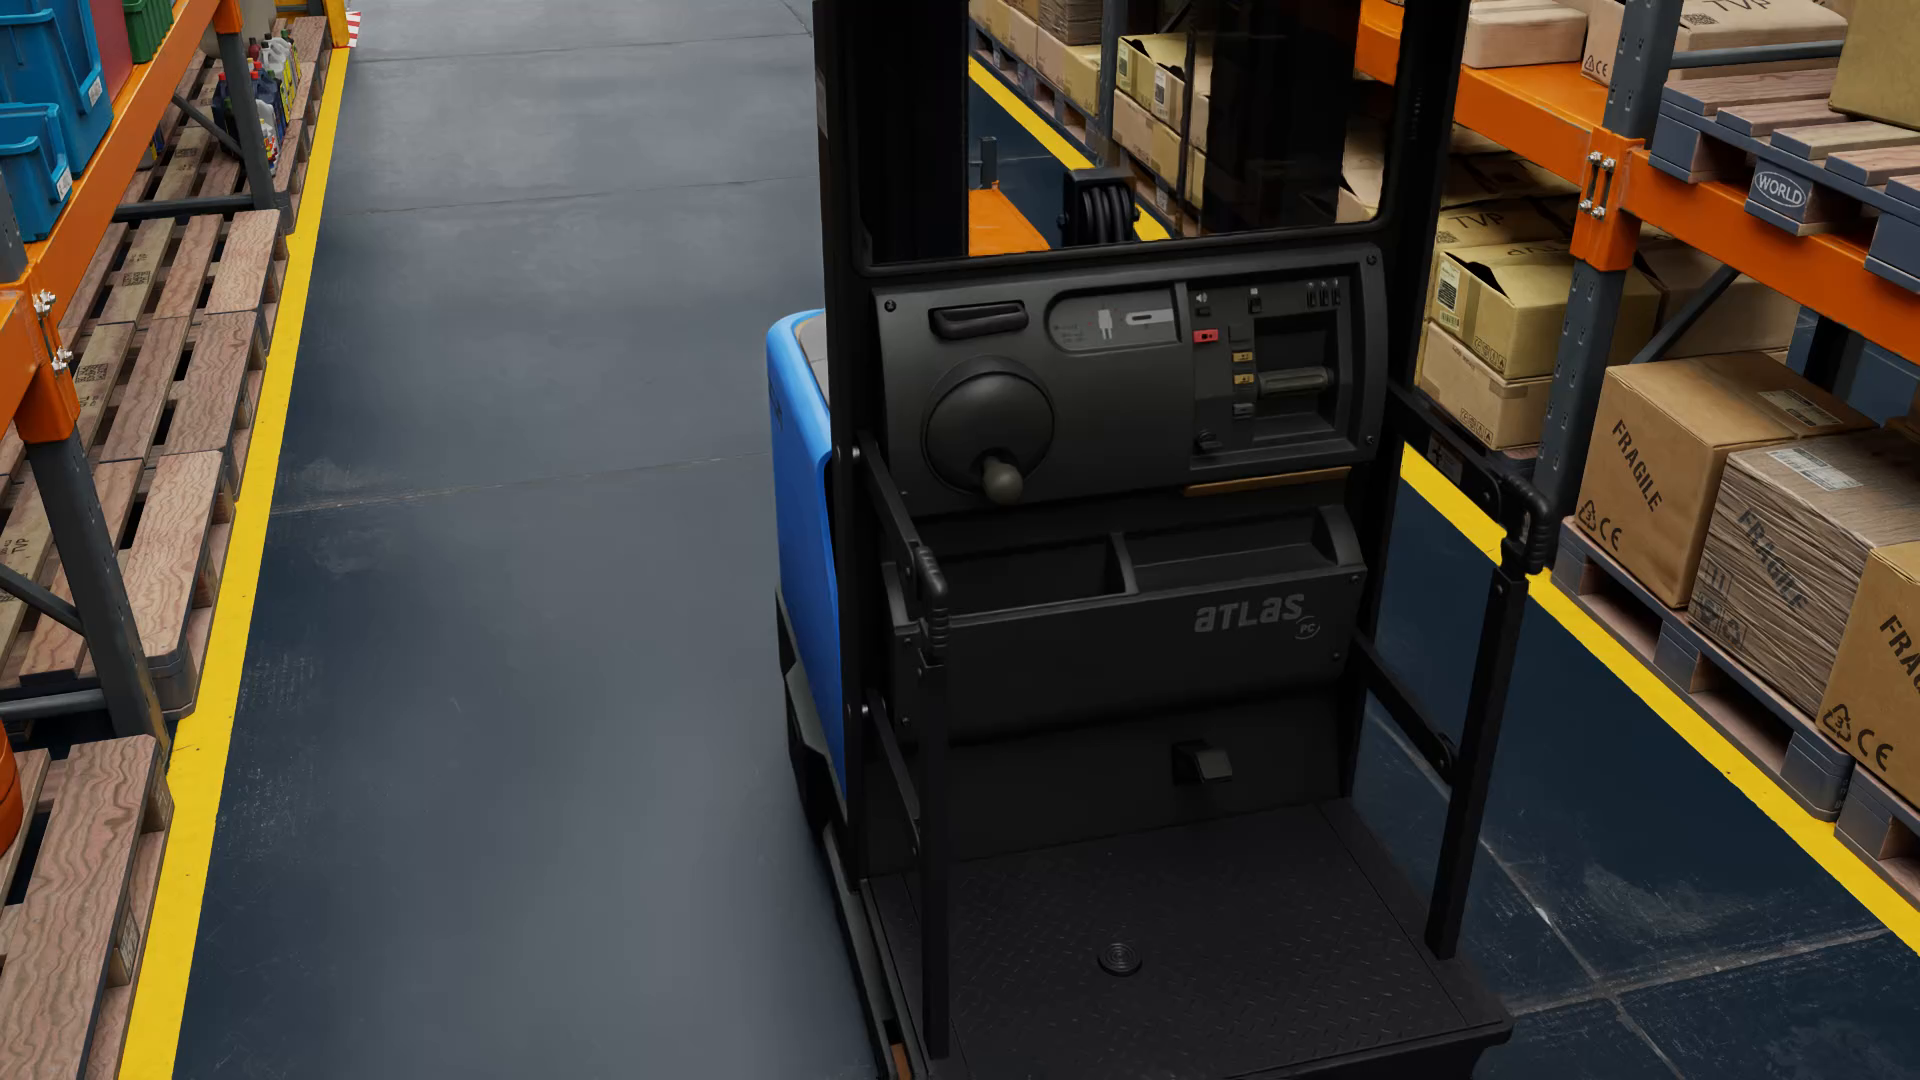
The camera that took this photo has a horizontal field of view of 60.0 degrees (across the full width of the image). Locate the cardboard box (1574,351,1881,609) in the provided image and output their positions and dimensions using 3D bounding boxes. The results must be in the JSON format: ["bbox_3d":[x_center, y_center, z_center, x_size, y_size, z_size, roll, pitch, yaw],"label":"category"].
[{"bbox_3d":[2.105,-0.177,4.617,0.500,0.500,0.500,-7,31,-11],"label":"cardboard box"}]

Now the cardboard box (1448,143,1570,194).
[{"bbox_3d":[2.123,-1.352,6.357,0.500,0.311,0.500,-9,31,-15],"label":"cardboard box"}]

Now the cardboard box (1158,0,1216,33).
[{"bbox_3d":[1.376,-2.840,8.739,0.500,0.500,0.500,-8,31,-13],"label":"cardboard box"}]

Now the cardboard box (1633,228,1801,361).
[{"bbox_3d":[2.403,-0.853,5.494,0.500,0.311,0.500,-7,31,-12],"label":"cardboard box"}]

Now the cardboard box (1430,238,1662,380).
[{"bbox_3d":[1.883,-0.781,5.371,0.500,0.311,0.500,-7,31,-12],"label":"cardboard box"}]

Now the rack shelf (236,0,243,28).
[{"bbox_3d":[-4.110,-3.256,8.599,1.077,0.370,4.000,-8,31,-13],"label":"rack shelf"}]

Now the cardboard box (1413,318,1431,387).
[{"bbox_3d":[1.744,-0.788,5.943,0.500,0.250,0.500,-8,31,-14],"label":"cardboard box"}]

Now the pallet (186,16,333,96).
[{"bbox_3d":[-4.365,-2.903,10.054,1.003,0.211,1.213,-8,31,-13],"label":"pallet"}]

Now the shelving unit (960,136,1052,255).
[{"bbox_3d":[0.002,-0.484,4.963,0.538,1.125,1.048,-8,31,-13],"label":"shelving unit"}]

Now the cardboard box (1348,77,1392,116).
[{"bbox_3d":[1.856,-1.843,7.206,0.500,0.311,0.500,-8,31,-13],"label":"cardboard box"}]

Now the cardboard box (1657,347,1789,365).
[{"bbox_3d":[2.403,-0.610,5.635,0.500,0.250,0.500,-8,31,-13],"label":"cardboard box"}]

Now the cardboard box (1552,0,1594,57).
[{"bbox_3d":[2.209,-1.745,5.360,0.500,0.311,0.500,-8,31,-14],"label":"cardboard box"}]

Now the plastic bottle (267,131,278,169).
[{"bbox_3d":[-3.268,-1.842,7.792,0.097,0.201,0.097,0,30,0],"label":"plastic bottle"}]

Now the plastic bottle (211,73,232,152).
[{"bbox_3d":[-3.532,-2.071,8.039,0.144,0.351,0.185,-8,31,-13],"label":"plastic bottle"}]

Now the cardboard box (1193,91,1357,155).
[{"bbox_3d":[1.333,-1.768,7.075,0.500,0.311,0.500,-9,31,-15],"label":"cardboard box"}]

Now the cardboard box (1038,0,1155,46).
[{"bbox_3d":[0.742,-3.012,9.037,0.500,0.500,0.500,-8,31,-13],"label":"cardboard box"}]

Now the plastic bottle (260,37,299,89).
[{"bbox_3d":[-3.690,-2.591,9.011,0.152,0.276,0.135,-8,31,-13],"label":"plastic bottle"}]

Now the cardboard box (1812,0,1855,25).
[{"bbox_3d":[5.659,-3.523,10.399,0.500,0.500,0.500,-10,32,-17],"label":"cardboard box"}]

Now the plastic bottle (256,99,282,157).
[{"bbox_3d":[-3.353,-1.978,7.952,0.152,0.276,0.135,-7,31,-11],"label":"plastic bottle"}]

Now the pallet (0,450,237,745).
[{"bbox_3d":[-2.686,0.158,4.766,1.003,0.211,1.213,-8,31,-13],"label":"pallet"}]

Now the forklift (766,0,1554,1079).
[{"bbox_3d":[0.370,-0.241,2.741,1.130,2.935,3.031,-7,31,-12],"label":"forklift"}]

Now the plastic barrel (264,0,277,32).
[{"bbox_3d":[-4.392,-3.331,10.074,0.421,0.512,0.421,0,30,0],"label":"plastic barrel"}]

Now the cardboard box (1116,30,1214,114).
[{"bbox_3d":[1.067,-2.260,7.926,0.500,0.311,0.500,-8,31,-13],"label":"cardboard box"}]

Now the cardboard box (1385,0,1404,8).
[{"bbox_3d":[1.798,-2.178,5.918,0.500,0.500,0.500,-10,31,-16],"label":"cardboard box"}]

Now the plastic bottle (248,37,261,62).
[{"bbox_3d":[-3.793,-2.579,8.985,0.061,0.283,0.133,-8,31,-13],"label":"plastic bottle"}]

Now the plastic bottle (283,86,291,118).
[{"bbox_3d":[-3.496,-2.257,8.509,0.097,0.201,0.097,0,30,0],"label":"plastic bottle"}]

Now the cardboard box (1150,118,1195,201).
[{"bbox_3d":[1.200,-1.775,7.648,0.500,0.250,0.500,-7,31,-12],"label":"cardboard box"}]

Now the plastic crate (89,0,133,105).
[{"bbox_3d":[-2.651,-1.518,4.815,0.402,0.464,0.583,-8,31,-13],"label":"plastic crate"}]

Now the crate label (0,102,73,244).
[{"bbox_3d":[-2.268,-0.850,3.892,0.303,0.233,0.416,-8,31,-13],"label":"crate label"}]

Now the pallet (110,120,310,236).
[{"bbox_3d":[-3.717,-1.724,8.018,1.003,0.211,1.213,-8,31,-13],"label":"pallet"}]

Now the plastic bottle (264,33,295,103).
[{"bbox_3d":[-3.606,-2.477,8.740,0.144,0.351,0.185,-7,31,-11],"label":"plastic bottle"}]

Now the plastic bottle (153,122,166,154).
[{"bbox_3d":[-3.943,-2.010,8.008,0.152,0.276,0.135,-8,31,-13],"label":"plastic bottle"}]

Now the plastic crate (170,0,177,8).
[{"bbox_3d":[-2.986,-2.103,5.905,0.392,0.384,0.575,-8,31,-13],"label":"plastic crate"}]

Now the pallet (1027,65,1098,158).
[{"bbox_3d":[1.027,-2.441,9.256,1.003,0.211,1.213,-8,31,-13],"label":"pallet"}]

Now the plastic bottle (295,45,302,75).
[{"bbox_3d":[-3.731,-2.684,9.247,0.097,0.201,0.097,0,30,0],"label":"plastic bottle"}]

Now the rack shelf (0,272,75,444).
[{"bbox_3d":[-1.987,0.608,1.923,1.077,0.370,4.000,-8,31,-13],"label":"rack shelf"}]

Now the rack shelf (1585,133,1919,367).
[{"bbox_3d":[2.790,-0.049,3.058,1.077,0.370,4.000,-8,31,-13],"label":"rack shelf"}]

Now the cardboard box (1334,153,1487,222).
[{"bbox_3d":[1.607,-1.275,6.225,0.500,0.311,0.500,-8,31,-14],"label":"cardboard box"}]

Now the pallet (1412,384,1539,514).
[{"bbox_3d":[2.078,-0.522,5.941,1.003,0.211,1.213,-8,31,-13],"label":"pallet"}]

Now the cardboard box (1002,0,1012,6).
[{"bbox_3d":[0.459,-3.493,9.867,0.500,0.500,0.500,-8,31,-13],"label":"cardboard box"}]

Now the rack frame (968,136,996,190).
[{"bbox_3d":[-0.133,-0.729,5.387,0.500,1.125,0.032,-8,31,-13],"label":"rack frame"}]

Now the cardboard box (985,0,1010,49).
[{"bbox_3d":[0.460,-3.168,10.055,0.500,0.250,0.500,-8,31,-13],"label":"cardboard box"}]

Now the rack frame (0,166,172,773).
[{"bbox_3d":[-2.517,-0.669,3.412,1.000,3.000,0.127,-8,31,-13],"label":"rack frame"}]

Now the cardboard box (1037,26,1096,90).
[{"bbox_3d":[0.741,-2.688,9.224,0.500,0.250,0.500,-8,31,-13],"label":"cardboard box"}]

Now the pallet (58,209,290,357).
[{"bbox_3d":[-3.333,-1.020,6.802,1.003,0.211,1.213,-8,31,-13],"label":"pallet"}]

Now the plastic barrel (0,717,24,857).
[{"bbox_3d":[-2.371,0.322,3.446,0.600,0.830,0.708,-8,31,-13],"label":"plastic barrel"}]

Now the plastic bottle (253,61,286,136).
[{"bbox_3d":[-3.443,-2.181,8.230,0.144,0.351,0.185,-9,31,-15],"label":"plastic bottle"}]

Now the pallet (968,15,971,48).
[{"bbox_3d":[0.379,-3.619,11.292,1.003,0.211,1.213,-8,31,-13],"label":"pallet"}]

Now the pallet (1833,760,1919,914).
[{"bbox_3d":[2.741,0.834,3.598,1.003,0.211,1.213,-8,31,-13],"label":"pallet"}]

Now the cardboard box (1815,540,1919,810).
[{"bbox_3d":[2.377,0.318,3.762,0.500,0.500,0.500,-8,31,-14],"label":"cardboard box"}]

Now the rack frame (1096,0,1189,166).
[{"bbox_3d":[1.198,-3.258,7.885,1.000,3.000,0.127,-8,31,-13],"label":"rack frame"}]
